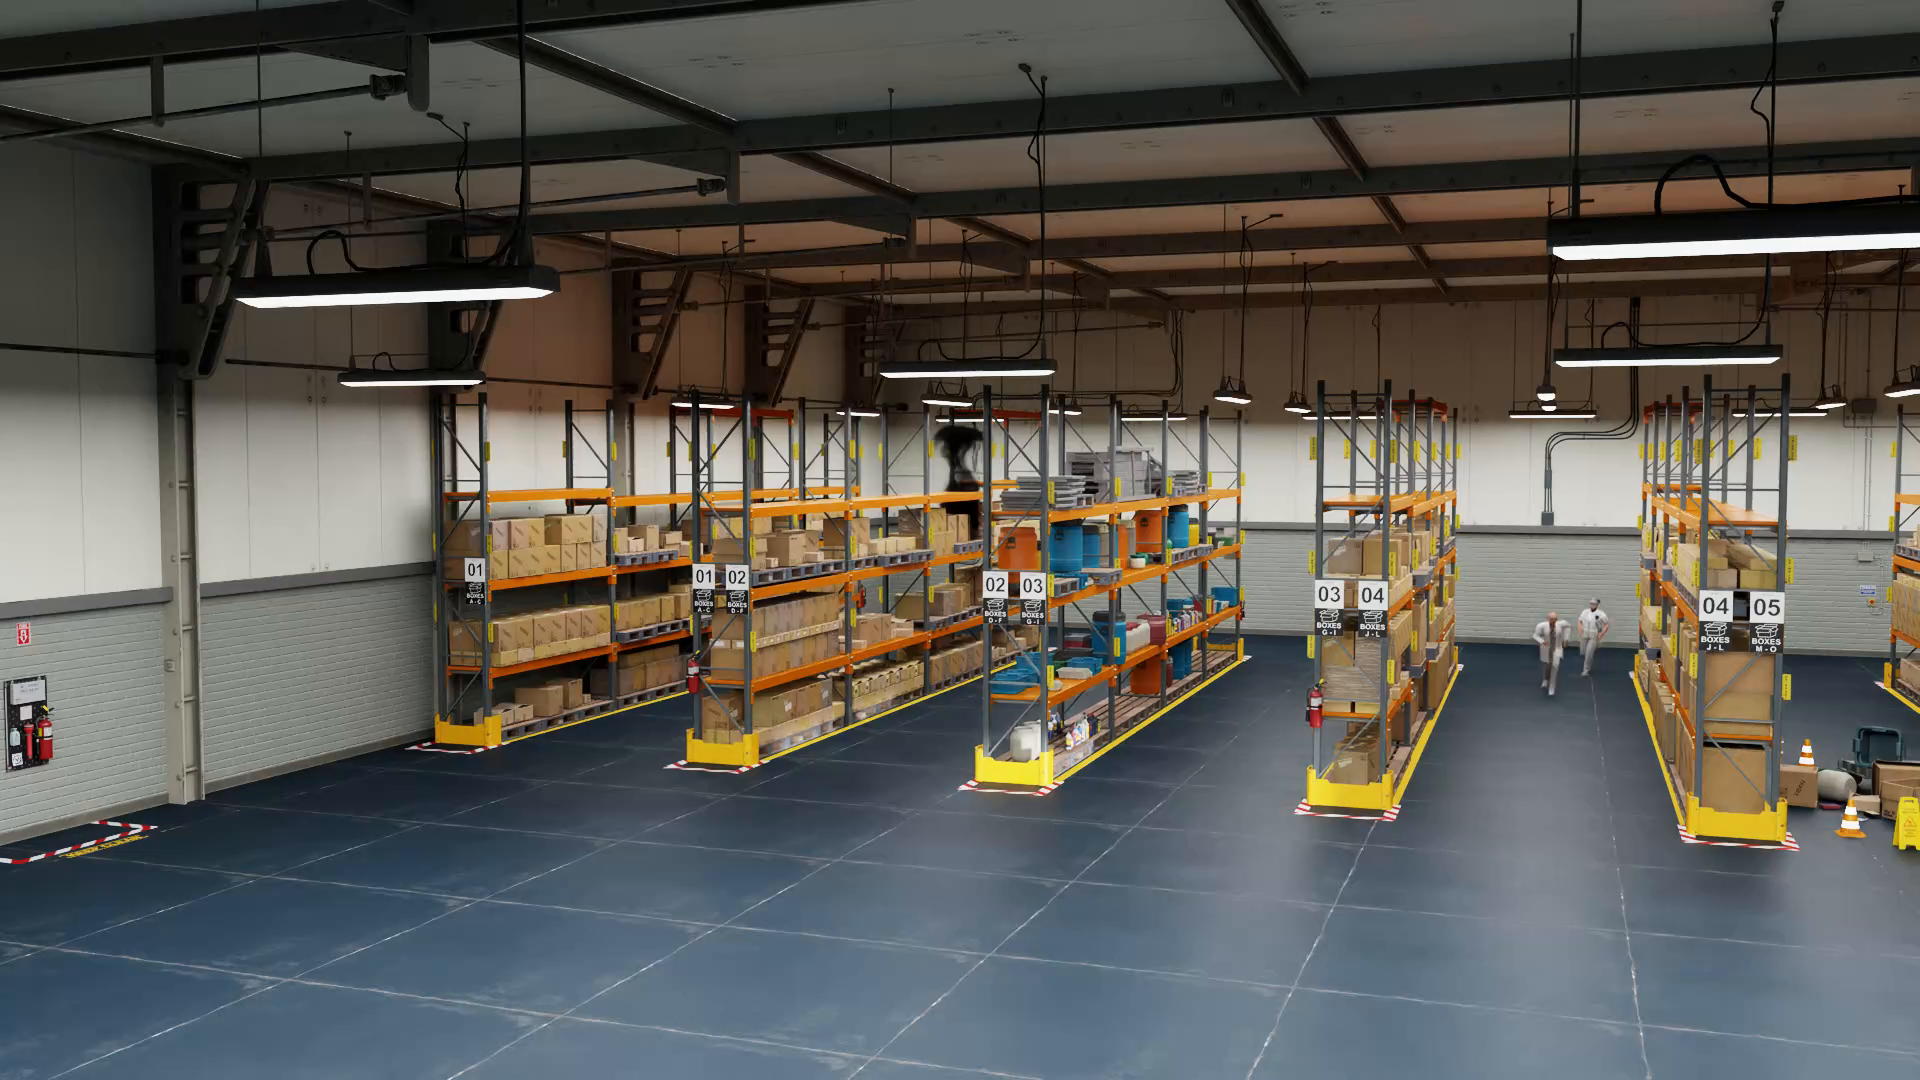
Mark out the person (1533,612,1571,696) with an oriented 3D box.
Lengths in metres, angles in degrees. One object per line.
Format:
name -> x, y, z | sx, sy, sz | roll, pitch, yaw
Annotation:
person -> 12.280, 2.340, 34.568 | 0.755, 1.743, 1.066 | 1, 3, 12

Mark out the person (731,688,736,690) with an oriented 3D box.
person -> -4.349, 2.434, 32.218 | 0.566, 1.663, 0.929 | 0, 3, 2

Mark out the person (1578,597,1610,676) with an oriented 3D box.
person -> 14.208, 2.162, 37.317 | 0.694, 1.764, 0.728 | 2, 4, 39
